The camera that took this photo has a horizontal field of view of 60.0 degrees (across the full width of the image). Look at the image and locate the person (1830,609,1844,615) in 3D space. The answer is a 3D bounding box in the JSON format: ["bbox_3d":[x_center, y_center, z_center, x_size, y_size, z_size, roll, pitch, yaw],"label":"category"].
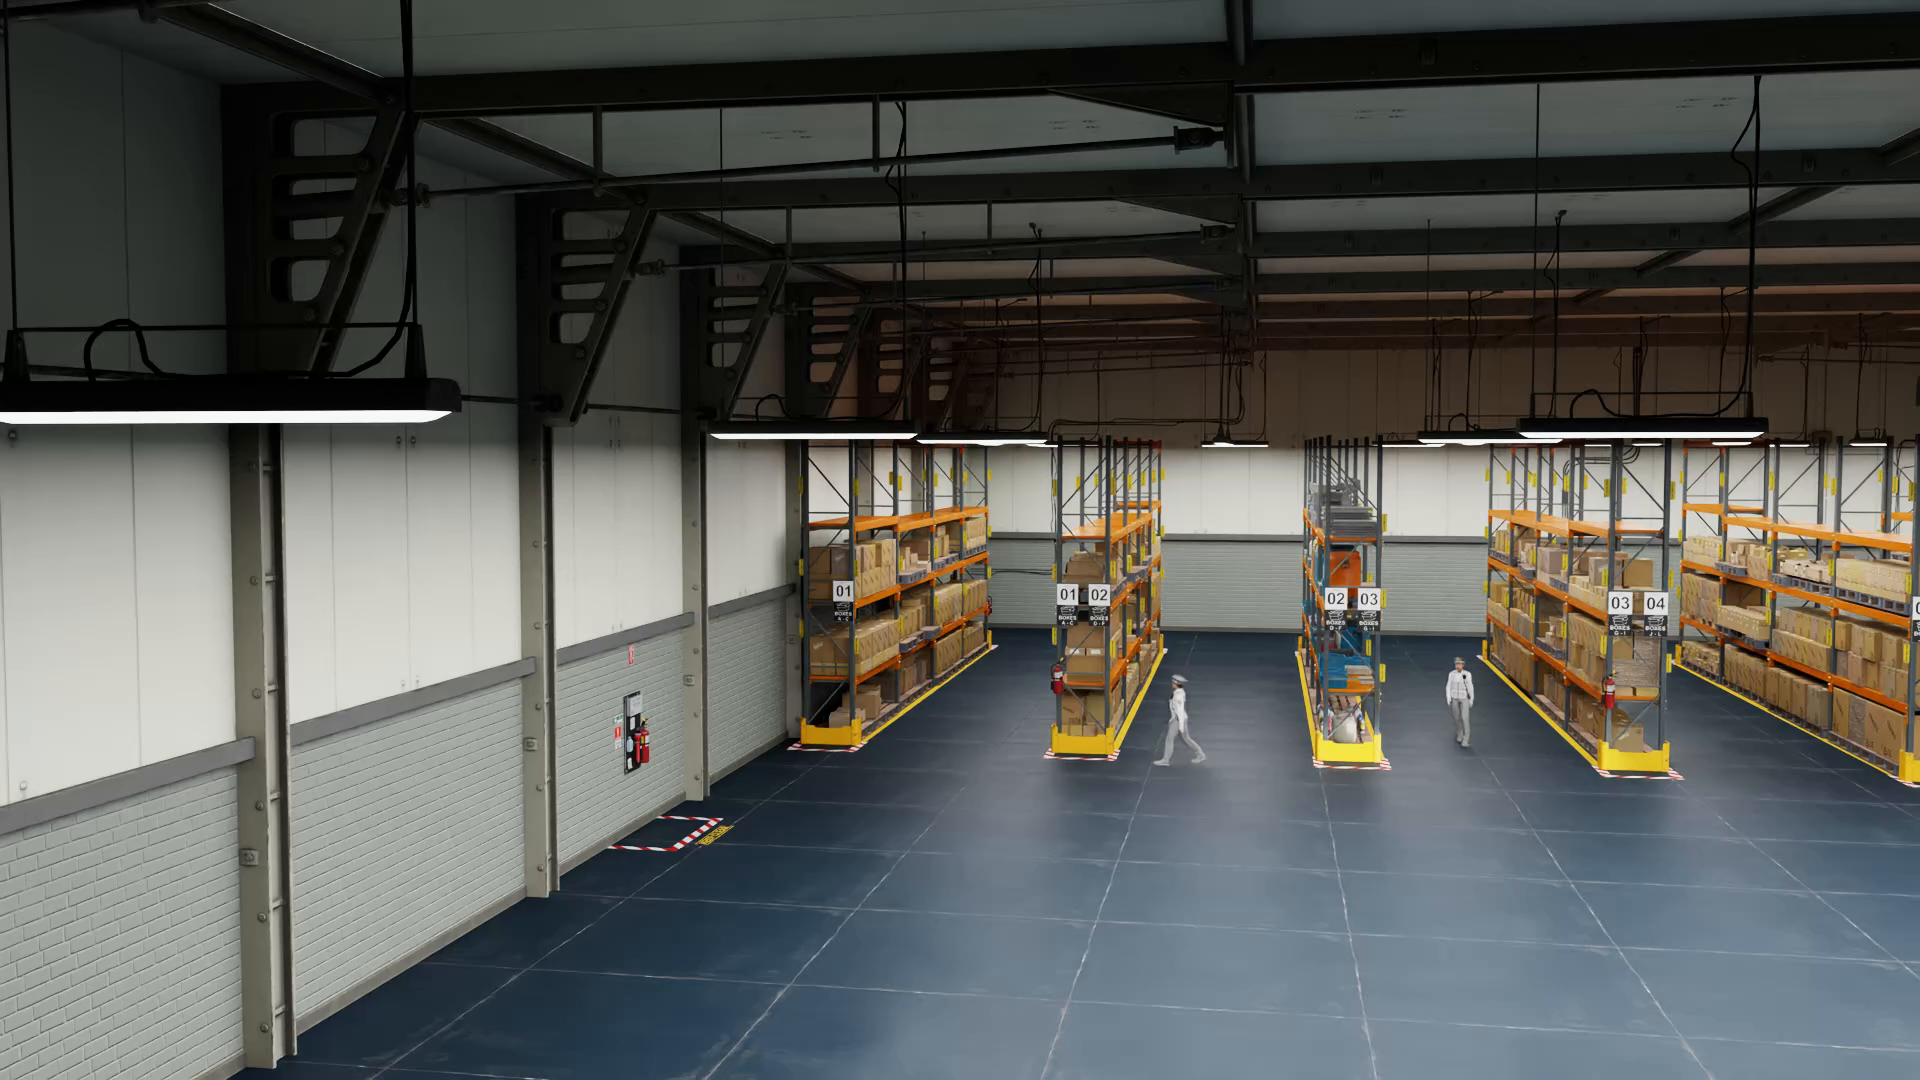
[{"bbox_3d":[23.596,2.396,44.953,1.016,1.737,0.546,0,3,6],"label":"person"}]

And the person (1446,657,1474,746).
[{"bbox_3d":[9.739,3.119,32.418,0.545,1.679,0.674,2,4,37],"label":"person"}]

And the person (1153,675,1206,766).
[{"bbox_3d":[3.984,3.261,30.100,0.952,1.643,0.518,0,3,8],"label":"person"}]
